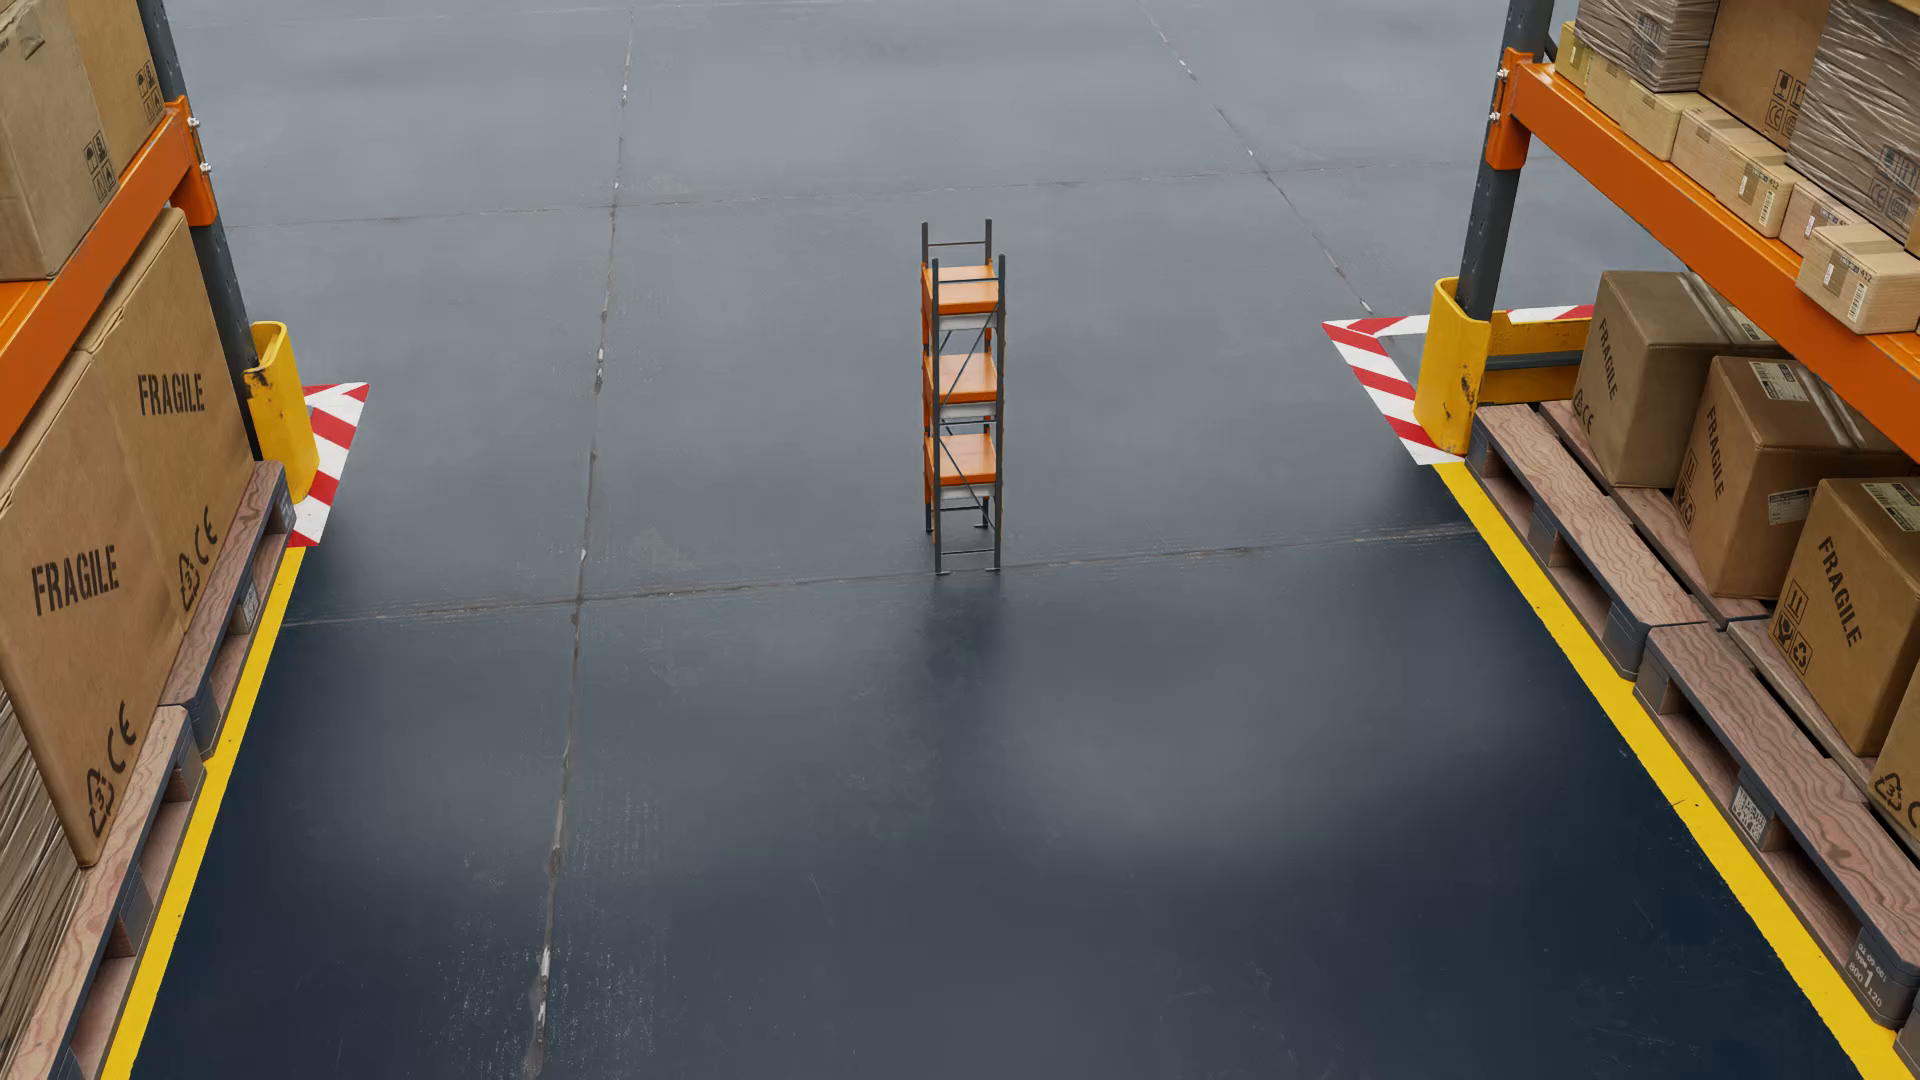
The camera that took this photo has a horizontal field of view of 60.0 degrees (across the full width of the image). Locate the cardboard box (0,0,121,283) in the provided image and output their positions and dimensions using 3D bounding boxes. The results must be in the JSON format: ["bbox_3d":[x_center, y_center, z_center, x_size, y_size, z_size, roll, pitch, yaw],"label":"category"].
[{"bbox_3d":[-2.544,-0.942,3.835,0.875,0.550,0.550,-4,35,-6],"label":"cardboard box"}]

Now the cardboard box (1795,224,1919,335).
[{"bbox_3d":[2.102,-0.583,3.665,0.380,0.149,0.250,-4,35,-6],"label":"cardboard box"}]

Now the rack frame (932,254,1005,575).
[{"bbox_3d":[0.024,-0.336,4.811,0.200,1.050,0.008,-4,35,-6],"label":"rack frame"}]

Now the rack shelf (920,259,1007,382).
[{"bbox_3d":[0.007,-0.630,4.757,0.215,0.259,0.240,-4,35,-6],"label":"rack shelf"}]

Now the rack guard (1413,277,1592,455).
[{"bbox_3d":[2.204,-0.633,5.735,1.175,0.500,0.348,-4,35,-6],"label":"rack guard"}]

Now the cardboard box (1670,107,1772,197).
[{"bbox_3d":[2.084,-1.008,4.288,0.380,0.149,0.250,-4,35,-6],"label":"cardboard box"}]

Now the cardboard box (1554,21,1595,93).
[{"bbox_3d":[1.996,-1.427,4.904,0.380,0.149,0.250,-4,35,-6],"label":"cardboard box"}]

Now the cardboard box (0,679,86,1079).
[{"bbox_3d":[-2.337,0.689,3.090,0.875,0.875,0.875,-4,34,-6],"label":"cardboard box"}]

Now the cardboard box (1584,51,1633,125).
[{"bbox_3d":[2.011,-1.286,4.697,0.380,0.149,0.250,-4,35,-6],"label":"cardboard box"}]

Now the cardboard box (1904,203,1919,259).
[{"bbox_3d":[2.507,-0.731,3.307,0.875,0.500,0.500,-4,35,-6],"label":"cardboard box"}]

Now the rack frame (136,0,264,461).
[{"bbox_3d":[-2.735,-1.389,4.624,1.000,3.000,0.127,-4,35,-6],"label":"rack frame"}]

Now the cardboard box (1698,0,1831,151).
[{"bbox_3d":[2.427,-1.293,4.132,0.875,0.500,0.500,-4,35,-6],"label":"cardboard box"}]

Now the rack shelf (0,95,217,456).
[{"bbox_3d":[-2.466,0.024,3.189,1.077,0.370,4.000,-4,35,-6],"label":"rack shelf"}]

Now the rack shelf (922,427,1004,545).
[{"bbox_3d":[0.007,-0.166,5.073,0.215,0.259,0.240,-4,35,-6],"label":"rack shelf"}]

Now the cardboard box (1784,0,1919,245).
[{"bbox_3d":[2.451,-1.011,3.717,0.875,0.500,0.500,-4,35,-6],"label":"cardboard box"}]

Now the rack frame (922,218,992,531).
[{"bbox_3d":[-0.009,-0.472,5.010,0.200,1.050,0.008,-4,35,-6],"label":"rack frame"}]

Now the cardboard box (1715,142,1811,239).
[{"bbox_3d":[2.110,-0.868,4.083,0.380,0.149,0.250,-4,35,-6],"label":"cardboard box"}]

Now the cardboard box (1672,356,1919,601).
[{"bbox_3d":[2.376,-0.168,4.680,0.500,0.500,0.500,4,35,6],"label":"cardboard box"}]

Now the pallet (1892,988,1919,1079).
[{"bbox_3d":[2.607,1.304,3.149,1.003,0.211,1.213,-4,35,-6],"label":"pallet"}]

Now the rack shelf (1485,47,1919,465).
[{"bbox_3d":[2.463,-0.295,3.658,1.077,0.370,4.000,-4,35,-6],"label":"rack shelf"}]

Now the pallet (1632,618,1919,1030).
[{"bbox_3d":[2.439,0.622,4.150,1.003,0.211,1.213,-4,35,-6],"label":"pallet"}]

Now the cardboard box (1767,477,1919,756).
[{"bbox_3d":[2.441,0.183,4.165,0.500,0.500,0.500,-1,34,-2],"label":"cardboard box"}]

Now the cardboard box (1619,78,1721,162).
[{"bbox_3d":[2.029,-1.146,4.491,0.380,0.149,0.250,-4,35,-6],"label":"cardboard box"}]

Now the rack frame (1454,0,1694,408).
[{"bbox_3d":[2.194,-1.708,5.093,1.000,3.000,0.127,-4,35,-6],"label":"rack frame"}]

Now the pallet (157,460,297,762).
[{"bbox_3d":[-2.550,0.204,4.764,1.003,0.211,1.213,-4,35,-6],"label":"pallet"}]

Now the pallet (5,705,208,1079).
[{"bbox_3d":[-2.389,0.883,3.767,1.003,0.211,1.213,-4,35,-6],"label":"pallet"}]

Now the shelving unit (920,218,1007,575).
[{"bbox_3d":[0.007,-0.404,4.911,0.215,1.050,0.252,-4,35,-6],"label":"shelving unit"}]

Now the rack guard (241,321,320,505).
[{"bbox_3d":[-2.738,-0.369,5.348,1.175,0.500,0.348,-4,35,-6],"label":"rack guard"}]

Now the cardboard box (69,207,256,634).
[{"bbox_3d":[-2.578,-0.311,4.557,0.875,0.875,0.875,-4,34,-6],"label":"cardboard box"}]

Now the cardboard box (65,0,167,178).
[{"bbox_3d":[-2.640,-1.247,4.283,0.875,0.550,0.550,-4,35,-6],"label":"cardboard box"}]

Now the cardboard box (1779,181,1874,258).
[{"bbox_3d":[2.171,-0.730,3.881,0.380,0.149,0.250,-4,35,-6],"label":"cardboard box"}]

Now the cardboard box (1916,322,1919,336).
[{"bbox_3d":[2.267,-0.453,3.475,0.380,0.149,0.250,-4,35,-6],"label":"cardboard box"}]

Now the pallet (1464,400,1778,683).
[{"bbox_3d":[2.278,-0.057,5.147,1.003,0.211,1.213,-4,35,-6],"label":"pallet"}]

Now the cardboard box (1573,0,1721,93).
[{"bbox_3d":[2.241,-1.563,4.528,0.875,0.500,0.500,-4,35,-6],"label":"cardboard box"}]

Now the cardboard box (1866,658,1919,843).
[{"bbox_3d":[2.472,0.498,3.703,0.500,0.500,0.500,-7,35,-11],"label":"cardboard box"}]

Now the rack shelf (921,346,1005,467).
[{"bbox_3d":[0.007,-0.395,4.916,0.215,0.259,0.240,-4,35,-6],"label":"rack shelf"}]

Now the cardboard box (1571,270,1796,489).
[{"bbox_3d":[2.261,-0.499,5.165,0.500,0.500,0.500,2,34,2],"label":"cardboard box"}]

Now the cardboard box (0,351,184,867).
[{"bbox_3d":[-2.458,0.180,3.836,0.875,0.875,0.875,-5,35,-7],"label":"cardboard box"}]
